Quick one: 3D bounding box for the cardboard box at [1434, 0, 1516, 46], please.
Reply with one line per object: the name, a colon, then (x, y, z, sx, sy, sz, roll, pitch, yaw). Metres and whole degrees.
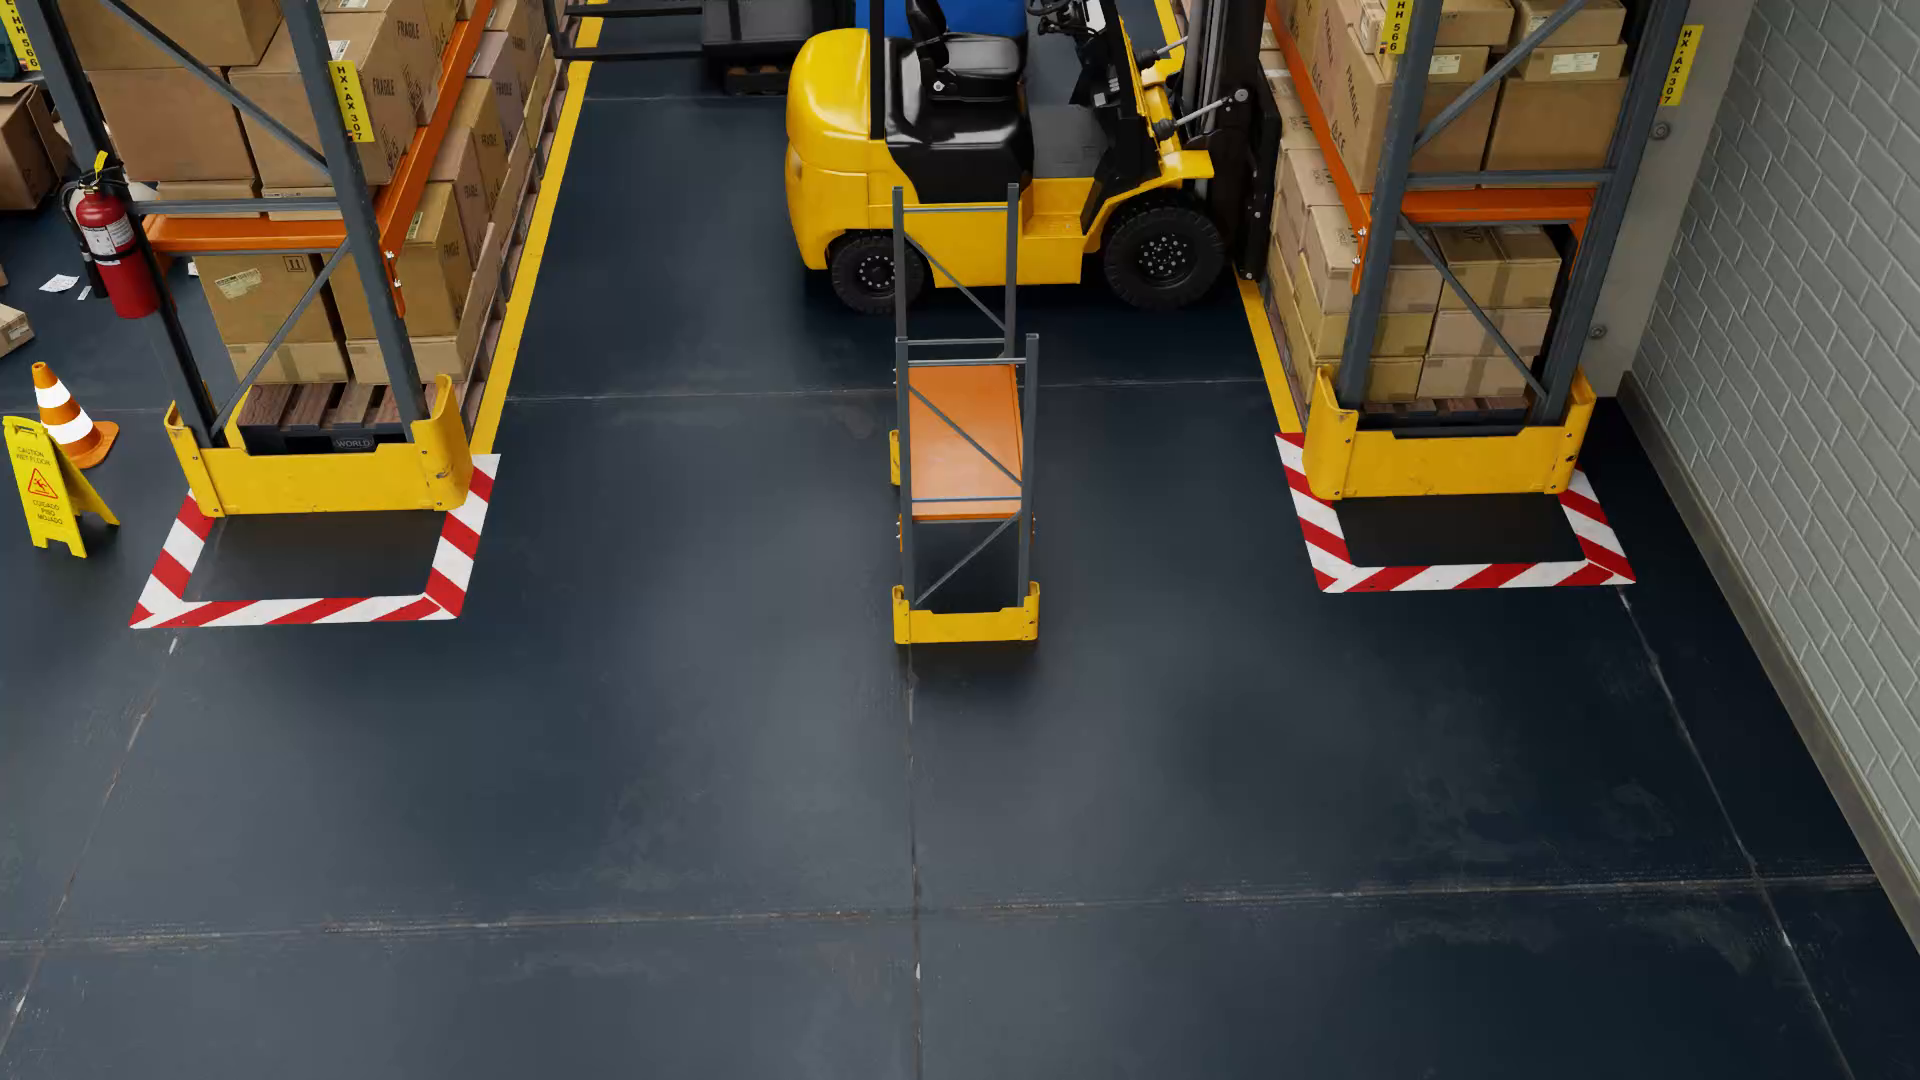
cardboard box: (1.934, -2.054, 6.497, 0.380, 0.149, 0.250, -2, 43, -2)

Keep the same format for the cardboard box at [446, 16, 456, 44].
cardboard box: (-2.624, -2.484, 7.926, 0.380, 0.149, 0.250, -3, 43, -3)

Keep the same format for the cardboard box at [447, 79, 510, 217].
cardboard box: (-2.598, -1.966, 8.344, 0.500, 0.500, 0.500, -1, 43, -1)

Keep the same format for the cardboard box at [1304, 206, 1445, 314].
cardboard box: (1.829, -1.244, 7.372, 0.500, 0.250, 0.500, 0, 43, 0)

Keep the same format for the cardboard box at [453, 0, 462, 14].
cardboard box: (-2.620, -2.799, 7.789, 0.500, 0.500, 0.500, -2, 43, -3)

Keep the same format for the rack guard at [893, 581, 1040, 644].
rack guard: (0.024, 0.296, 6.743, 0.587, 0.250, 0.087, -2, 43, -2)

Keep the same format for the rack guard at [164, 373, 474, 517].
rack guard: (-2.802, -0.418, 7.336, 1.175, 0.500, 0.348, -2, 43, -2)

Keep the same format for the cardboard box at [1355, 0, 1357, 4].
cardboard box: (1.875, -2.283, 6.967, 0.380, 0.149, 0.250, -1, 43, -1)

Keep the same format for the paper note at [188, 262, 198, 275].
paper note: (-4.014, -1.451, 8.810, 0.142, 0.019, 0.148, -16, 45, -16)

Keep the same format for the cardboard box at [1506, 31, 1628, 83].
cardboard box: (2.405, -1.945, 6.598, 0.380, 0.149, 0.250, -3, 43, -3)

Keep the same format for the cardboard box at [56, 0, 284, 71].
cardboard box: (-3.039, -2.141, 6.332, 0.700, 0.500, 0.500, -3, 43, -3)

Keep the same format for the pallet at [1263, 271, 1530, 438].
pallet: (2.086, -0.920, 8.097, 1.003, 0.211, 1.213, -2, 43, -2)

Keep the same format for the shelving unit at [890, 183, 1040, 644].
shelving unit: (0.003, -0.501, 6.687, 0.587, 1.500, 1.083, -2, 43, -2)

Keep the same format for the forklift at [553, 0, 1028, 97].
forklift: (-1.131, -4.182, 9.643, 3.031, 2.935, 1.130, -4, 43, -4)

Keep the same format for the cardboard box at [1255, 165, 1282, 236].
cardboard box: (1.774, -1.765, 8.309, 0.500, 0.250, 0.500, -3, 43, -3)

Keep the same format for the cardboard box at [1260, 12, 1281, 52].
cardboard box: (1.741, -2.626, 8.879, 0.500, 0.250, 0.500, 0, 43, 0)

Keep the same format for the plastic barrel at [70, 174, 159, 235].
plastic barrel: (-4.399, -1.689, 8.779, 0.512, 0.421, 0.421, 27, 49, 27)

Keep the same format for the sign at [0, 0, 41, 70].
sign: (-3.354, -1.829, 5.934, 0.100, 0.325, 0.005, -2, 43, -2)

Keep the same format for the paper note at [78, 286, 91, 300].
paper note: (-4.550, -1.285, 8.645, 0.032, 0.001, 0.123, -2, 43, -2)

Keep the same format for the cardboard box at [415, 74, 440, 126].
cardboard box: (-2.527, -1.955, 7.348, 0.380, 0.149, 0.250, -1, 43, -1)

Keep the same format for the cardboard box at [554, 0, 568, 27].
cardboard box: (-2.994, -3.528, 10.513, 0.950, 0.372, 0.625, -1, 43, -1)

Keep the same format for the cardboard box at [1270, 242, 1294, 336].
cardboard box: (1.813, -1.218, 8.083, 0.500, 0.250, 0.500, -2, 43, -2)

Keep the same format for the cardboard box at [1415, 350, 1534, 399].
cardboard box: (2.335, -0.911, 7.748, 0.500, 0.250, 0.500, -1, 43, -2)

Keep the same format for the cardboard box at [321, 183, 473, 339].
cardboard box: (-2.559, -1.274, 7.589, 0.500, 0.500, 0.500, -3, 43, -3)

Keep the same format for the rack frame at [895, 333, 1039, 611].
rack frame: (0.025, -0.152, 6.306, 0.500, 1.500, 0.032, -2, 43, -2)

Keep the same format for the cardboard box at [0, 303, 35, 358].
cardboard box: (-4.873, -1.063, 8.300, 0.380, 0.149, 0.250, 19, 46, 20)

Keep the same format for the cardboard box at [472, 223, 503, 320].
cardboard box: (-2.571, -1.326, 8.201, 0.500, 0.250, 0.500, 0, 43, 0)

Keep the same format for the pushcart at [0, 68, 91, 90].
pushcart: (-5.245, -2.922, 10.159, 1.648, 0.377, 0.936, -16, 45, -16)

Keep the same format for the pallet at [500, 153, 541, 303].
pallet: (-2.850, -1.682, 8.929, 1.003, 0.211, 1.213, -2, 43, -2)

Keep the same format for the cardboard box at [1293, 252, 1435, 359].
cardboard box: (1.827, -1.078, 7.560, 0.500, 0.250, 0.500, -2, 43, -2)

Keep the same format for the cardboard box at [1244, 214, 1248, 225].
cardboard box: (1.756, -1.906, 8.834, 0.500, 0.250, 0.500, 0, 43, 0)

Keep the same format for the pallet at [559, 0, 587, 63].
pallet: (-3.003, -3.486, 10.897, 1.003, 0.211, 1.213, -2, 43, -2)

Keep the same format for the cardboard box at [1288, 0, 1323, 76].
cardboard box: (1.842, -2.491, 7.673, 0.500, 0.500, 0.500, -2, 43, -3)

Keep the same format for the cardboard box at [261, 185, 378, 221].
cardboard box: (-2.607, -1.430, 6.777, 0.380, 0.149, 0.250, -1, 43, -2)

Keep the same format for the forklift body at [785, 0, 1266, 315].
forklift body: (0.257, -2.348, 8.219, 2.313, 2.155, 1.214, -2, 43, -2)

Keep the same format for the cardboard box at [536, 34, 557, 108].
cardboard box: (-2.675, -2.738, 9.741, 0.500, 0.250, 0.500, 0, 43, 0)

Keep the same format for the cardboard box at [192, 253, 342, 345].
cardboard box: (-3.094, -1.239, 7.551, 0.500, 0.500, 0.500, -1, 43, -2)

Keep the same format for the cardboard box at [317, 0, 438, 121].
cardboard box: (-2.567, -2.112, 7.040, 0.500, 0.500, 0.500, 0, 43, 0)

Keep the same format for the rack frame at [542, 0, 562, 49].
rack frame: (-2.969, -3.988, 9.381, 1.000, 3.000, 0.127, -2, 43, -2)

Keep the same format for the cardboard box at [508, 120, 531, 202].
cardboard box: (-2.626, -2.035, 8.975, 0.500, 0.250, 0.500, -1, 43, -1)

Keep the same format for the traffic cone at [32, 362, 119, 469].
traffic cone: (-4.106, -0.606, 7.569, 0.336, 0.463, 0.334, -2, 43, -2)

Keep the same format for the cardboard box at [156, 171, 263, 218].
cardboard box: (-3.029, -1.441, 6.789, 0.380, 0.149, 0.250, 0, 43, 0)

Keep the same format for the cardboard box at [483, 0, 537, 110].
cardboard box: (-2.652, -2.671, 9.113, 0.500, 0.500, 0.500, -1, 43, -1)

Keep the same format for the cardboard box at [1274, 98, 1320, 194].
cardboard box: (1.770, -1.929, 8.119, 0.500, 0.250, 0.500, -1, 43, -1)

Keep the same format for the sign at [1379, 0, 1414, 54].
sign: (1.617, -1.941, 6.115, 0.100, 0.325, 0.005, -2, 43, -2)

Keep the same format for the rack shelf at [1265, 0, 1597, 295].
rack shelf: (2.075, -2.518, 8.309, 1.077, 0.370, 4.000, -2, 43, -2)

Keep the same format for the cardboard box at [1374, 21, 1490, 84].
cardboard box: (1.865, -1.935, 6.587, 0.380, 0.149, 0.250, -1, 43, -1)

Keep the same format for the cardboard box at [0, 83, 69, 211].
cardboard box: (-5.451, -2.162, 9.136, 0.797, 0.637, 0.503, -2, 43, -2)

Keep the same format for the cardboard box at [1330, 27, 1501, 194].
cardboard box: (1.877, -1.794, 6.914, 0.500, 0.500, 0.500, -3, 43, -3)

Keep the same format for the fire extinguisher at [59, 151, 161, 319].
fire extinguisher: (-3.255, -1.169, 6.362, 0.296, 0.674, 0.183, -2, 43, -2)
